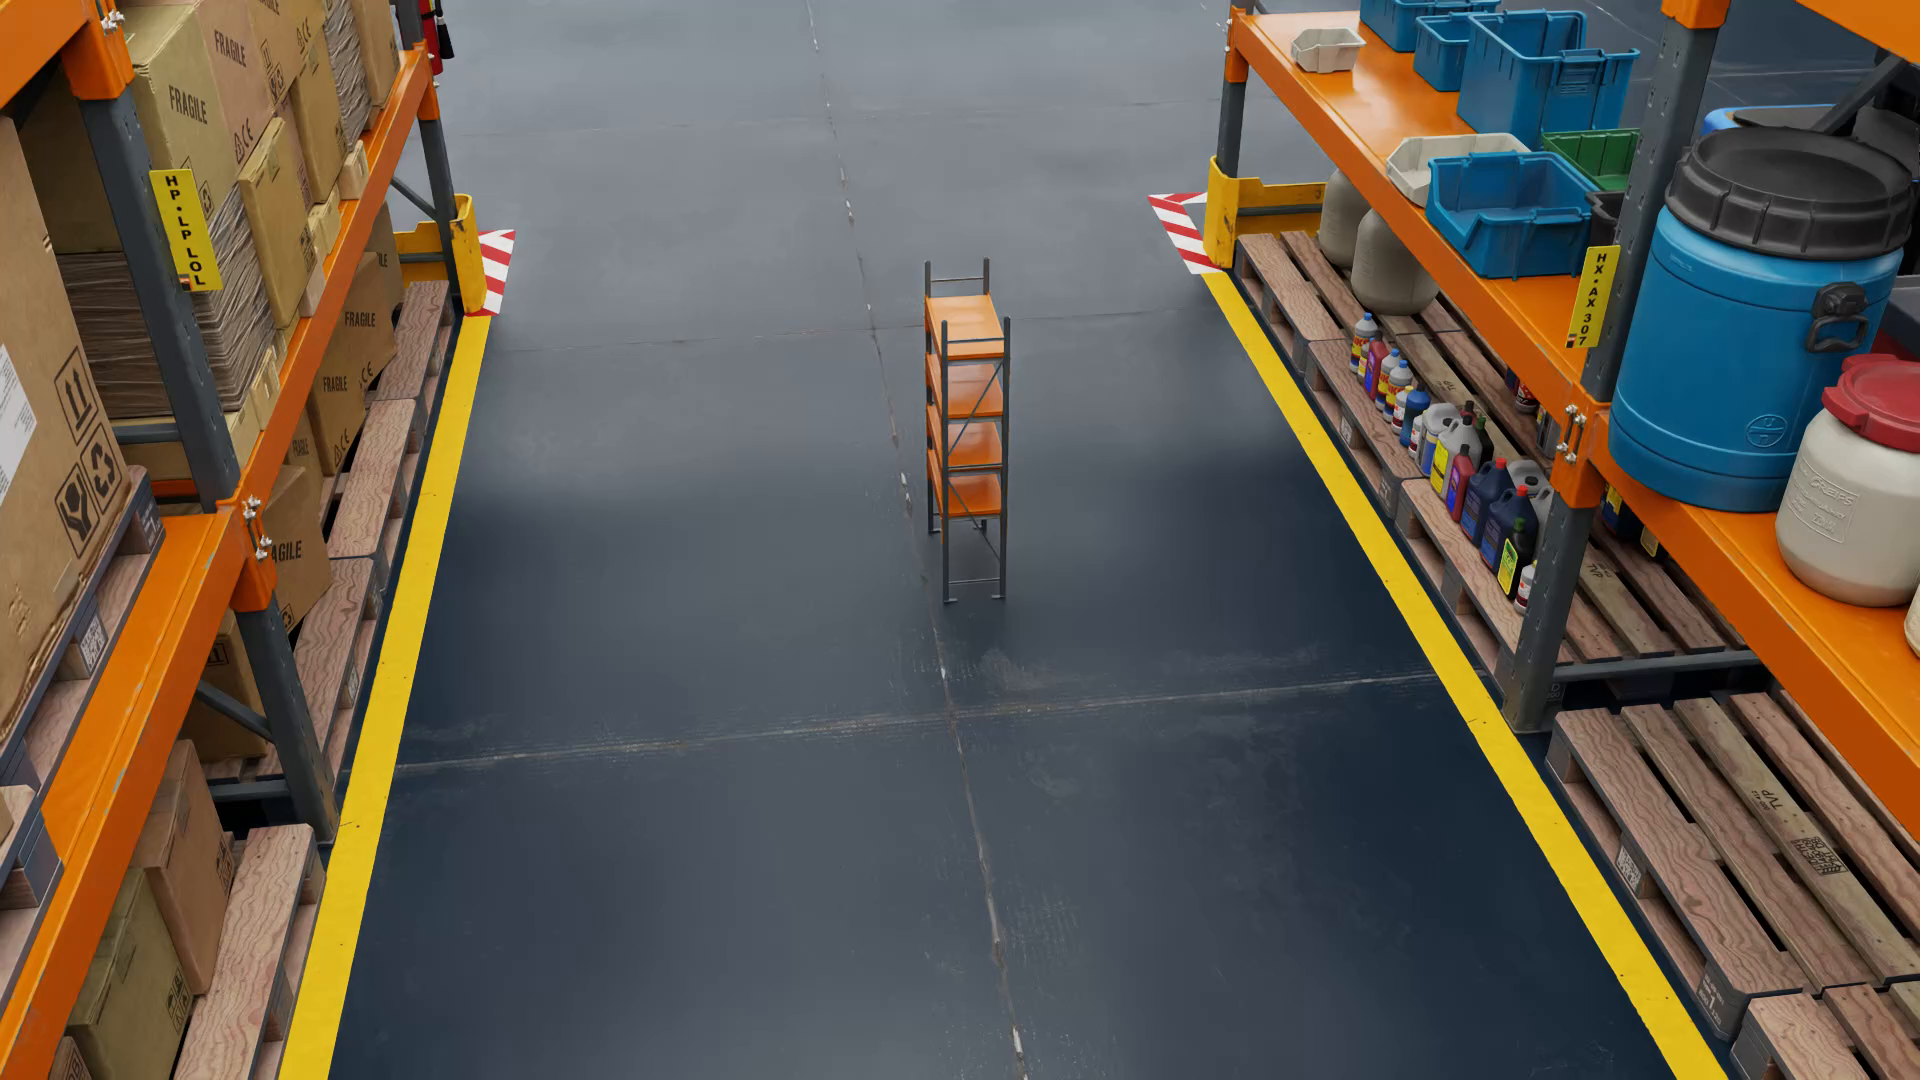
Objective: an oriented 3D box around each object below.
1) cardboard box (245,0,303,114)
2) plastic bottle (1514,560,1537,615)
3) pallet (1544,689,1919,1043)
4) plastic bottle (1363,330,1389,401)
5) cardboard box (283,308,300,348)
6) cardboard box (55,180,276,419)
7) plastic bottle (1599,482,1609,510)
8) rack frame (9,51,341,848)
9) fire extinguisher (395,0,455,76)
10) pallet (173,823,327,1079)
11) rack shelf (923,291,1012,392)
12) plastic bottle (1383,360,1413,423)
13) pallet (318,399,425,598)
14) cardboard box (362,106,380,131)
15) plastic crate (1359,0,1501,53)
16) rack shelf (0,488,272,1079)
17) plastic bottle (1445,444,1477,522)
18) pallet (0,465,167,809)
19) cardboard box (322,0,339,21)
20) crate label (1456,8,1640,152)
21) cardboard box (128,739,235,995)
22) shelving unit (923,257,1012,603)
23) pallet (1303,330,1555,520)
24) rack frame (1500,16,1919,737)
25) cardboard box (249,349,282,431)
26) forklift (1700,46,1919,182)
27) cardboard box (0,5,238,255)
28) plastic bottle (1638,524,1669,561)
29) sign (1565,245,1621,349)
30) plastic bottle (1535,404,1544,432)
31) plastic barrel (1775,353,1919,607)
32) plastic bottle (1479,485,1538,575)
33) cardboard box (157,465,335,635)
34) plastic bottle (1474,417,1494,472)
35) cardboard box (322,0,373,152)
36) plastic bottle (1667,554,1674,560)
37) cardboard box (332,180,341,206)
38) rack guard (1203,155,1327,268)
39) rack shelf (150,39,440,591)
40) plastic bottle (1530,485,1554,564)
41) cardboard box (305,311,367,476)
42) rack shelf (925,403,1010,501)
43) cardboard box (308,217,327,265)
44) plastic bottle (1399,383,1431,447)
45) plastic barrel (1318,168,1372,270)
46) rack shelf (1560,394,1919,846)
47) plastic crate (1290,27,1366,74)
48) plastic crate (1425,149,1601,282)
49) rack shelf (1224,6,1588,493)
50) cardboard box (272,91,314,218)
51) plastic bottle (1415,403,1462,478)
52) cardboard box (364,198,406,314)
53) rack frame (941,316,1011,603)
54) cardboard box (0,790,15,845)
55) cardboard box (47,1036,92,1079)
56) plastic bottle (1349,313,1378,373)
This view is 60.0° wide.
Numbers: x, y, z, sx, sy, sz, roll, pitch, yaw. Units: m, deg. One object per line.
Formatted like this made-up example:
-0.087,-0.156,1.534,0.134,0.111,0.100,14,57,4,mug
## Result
-2.447,-1.663,5.286,0.500,0.500,0.500,-4,35,-6,cardboard box
2.047,0.164,5.941,0.097,0.201,0.097,0,34,0,plastic bottle
2.549,0.955,5.161,1.003,0.211,1.213,-4,35,-6,pallet
1.814,-0.761,7.224,0.061,0.283,0.133,-4,34,-6,plastic bottle
-2.359,-0.713,5.355,0.380,0.149,0.250,-4,35,-6,cardboard box
-2.502,-0.677,4.727,0.875,0.500,0.500,-4,35,-6,cardboard box
2.568,-0.240,6.471,0.097,0.271,0.097,0,34,0,plastic bottle
-2.503,-0.257,4.464,1.000,3.000,0.127,-4,35,-6,rack frame
-2.600,-2.556,7.906,0.296,0.674,0.183,-4,35,-6,fire extinguisher
-2.397,1.330,4.612,1.003,0.211,1.213,-4,35,-6,pallet
0.022,-0.728,6.055,0.258,0.148,0.480,-4,35,-6,rack shelf
1.861,-0.636,7.052,0.097,0.271,0.097,0,34,0,plastic bottle
-2.796,-0.159,6.796,1.003,0.211,1.213,-4,35,-6,pallet
-2.662,-1.826,6.989,0.380,0.149,0.250,-4,35,-6,cardboard box
2.231,-2.546,7.955,0.499,0.251,0.616,-4,35,-6,plastic crate
-2.234,1.156,3.029,1.077,0.370,4.000,-4,35,-6,rack shelf
1.943,-0.224,6.436,0.061,0.283,0.133,-2,34,-3,plastic bottle
-2.545,0.260,3.876,1.003,0.211,1.213,-4,35,-6,pallet
-2.585,-2.221,6.104,0.500,0.500,0.500,-4,35,-6,cardboard box
2.382,-1.872,6.802,0.502,0.435,0.616,-4,35,-6,crate label
-2.442,0.938,4.539,0.700,0.500,0.500,-7,35,-10,cardboard box
0.022,-0.403,6.277,0.258,1.200,0.503,-4,35,-6,shelving unit
2.188,-0.540,7.355,1.003,0.211,1.213,-4,35,-6,pallet
2.405,-0.632,5.014,1.000,3.000,0.127,-4,35,-6,rack frame
-2.255,-0.437,4.950,0.380,0.149,0.250,-4,35,-6,cardboard box
5.039,-2.176,7.340,3.031,2.935,1.130,-3,34,-5,forklift
-2.312,-1.105,4.467,0.500,0.500,0.500,-4,35,-6,cardboard box
2.620,-0.072,6.214,0.061,0.283,0.133,-4,35,-6,plastic bottle
1.858,-0.711,4.884,0.100,0.325,0.005,-4,35,-6,sign
2.486,-0.552,6.991,0.097,0.201,0.097,0,34,0,plastic bottle
2.316,-0.138,4.168,0.433,0.535,0.433,0,34,0,plastic barrel
2.033,-0.057,6.131,0.144,0.351,0.185,-5,35,-8,plastic bottle
-2.602,0.057,5.849,0.500,0.500,0.500,6,35,9,cardboard box
2.061,-0.339,6.605,0.061,0.283,0.133,-4,35,-6,plastic bottle
-2.784,-1.792,6.363,0.875,0.500,0.500,-4,35,-6,cardboard box
2.726,-0.078,6.229,0.152,0.276,0.135,-3,34,-5,plastic bottle
-2.528,-1.268,6.170,0.380,0.149,0.250,-4,35,-6,cardboard box
1.924,-1.793,8.936,1.175,0.500,0.348,-4,35,-6,rack guard
-2.772,-1.076,6.304,1.077,0.370,4.000,-4,35,-6,rack shelf
2.175,-0.068,6.148,0.144,0.351,0.185,-4,35,-6,plastic bottle
-2.794,-0.598,6.811,0.500,0.500,0.500,-1,34,-2,cardboard box
0.022,-0.348,6.314,0.258,0.148,0.480,-4,35,-6,rack shelf
-2.427,-0.992,5.765,0.380,0.149,0.250,-4,35,-6,cardboard box
1.889,-0.523,6.886,0.097,0.271,0.097,0,34,0,plastic bottle
2.031,-1.648,8.341,0.421,0.512,0.421,0,34,0,plastic barrel
2.674,0.781,3.579,1.077,0.370,4.000,-4,35,-6,rack shelf
1.668,-2.232,7.595,0.298,0.136,0.250,-4,35,-6,plastic crate
1.987,-1.168,5.932,0.499,0.251,0.616,-4,35,-6,plastic crate
2.136,-1.451,6.854,1.077,0.370,4.000,-4,35,-6,rack shelf
-2.702,-1.230,5.539,0.875,0.500,0.500,-4,35,-6,cardboard box
1.945,-0.404,6.708,0.152,0.276,0.135,-4,34,-6,plastic bottle
-2.974,-1.280,7.812,0.500,0.500,0.500,2,34,2,cardboard box
0.055,-0.267,6.077,0.240,1.200,0.015,-4,35,-6,rack frame
-2.179,0.487,2.907,0.797,0.503,0.637,-1,34,-1,cardboard box
-2.321,1.518,3.688,0.700,0.500,0.500,-7,35,-10,cardboard box
1.802,-0.883,7.415,0.097,0.271,0.097,0,34,0,plastic bottle
